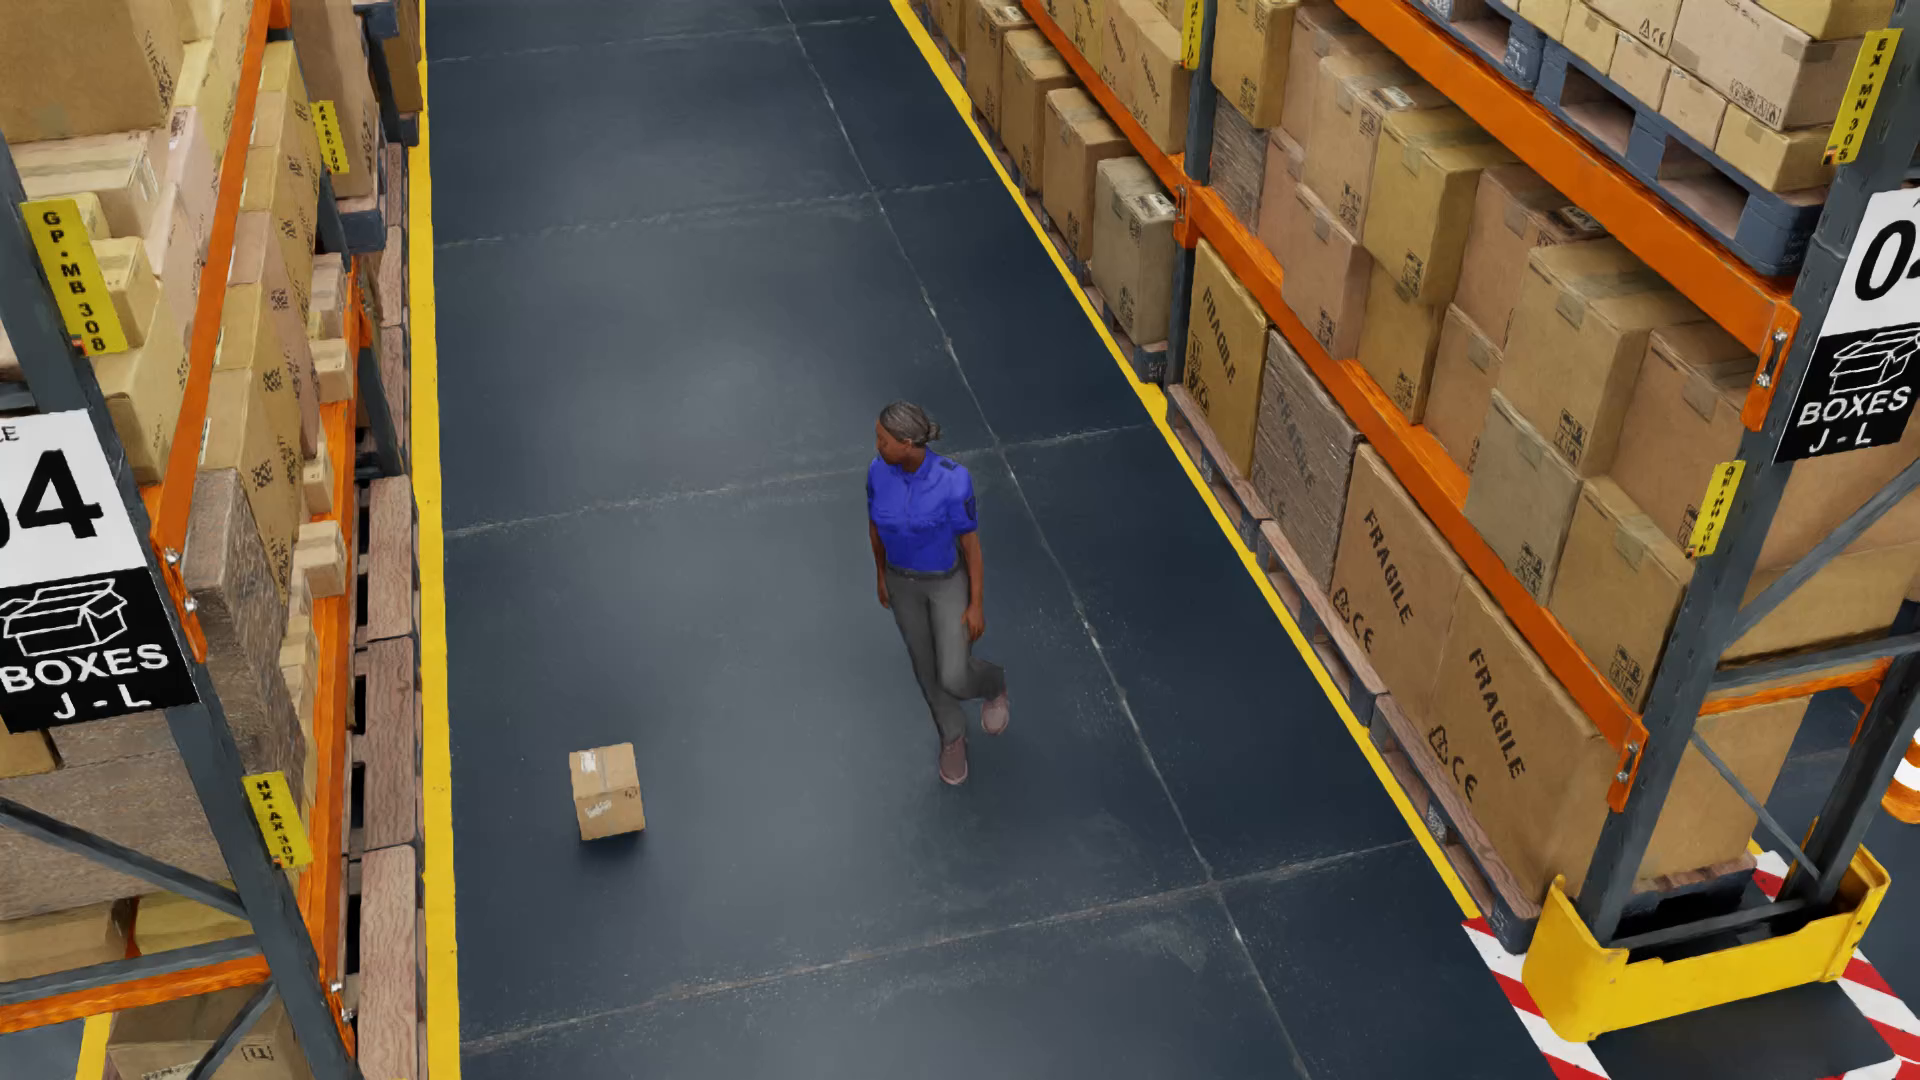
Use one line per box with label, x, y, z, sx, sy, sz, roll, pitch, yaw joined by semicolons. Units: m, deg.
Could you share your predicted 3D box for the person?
person;-0.126;0.194;6.443;0.555;1.570;0.432;12;40;14
